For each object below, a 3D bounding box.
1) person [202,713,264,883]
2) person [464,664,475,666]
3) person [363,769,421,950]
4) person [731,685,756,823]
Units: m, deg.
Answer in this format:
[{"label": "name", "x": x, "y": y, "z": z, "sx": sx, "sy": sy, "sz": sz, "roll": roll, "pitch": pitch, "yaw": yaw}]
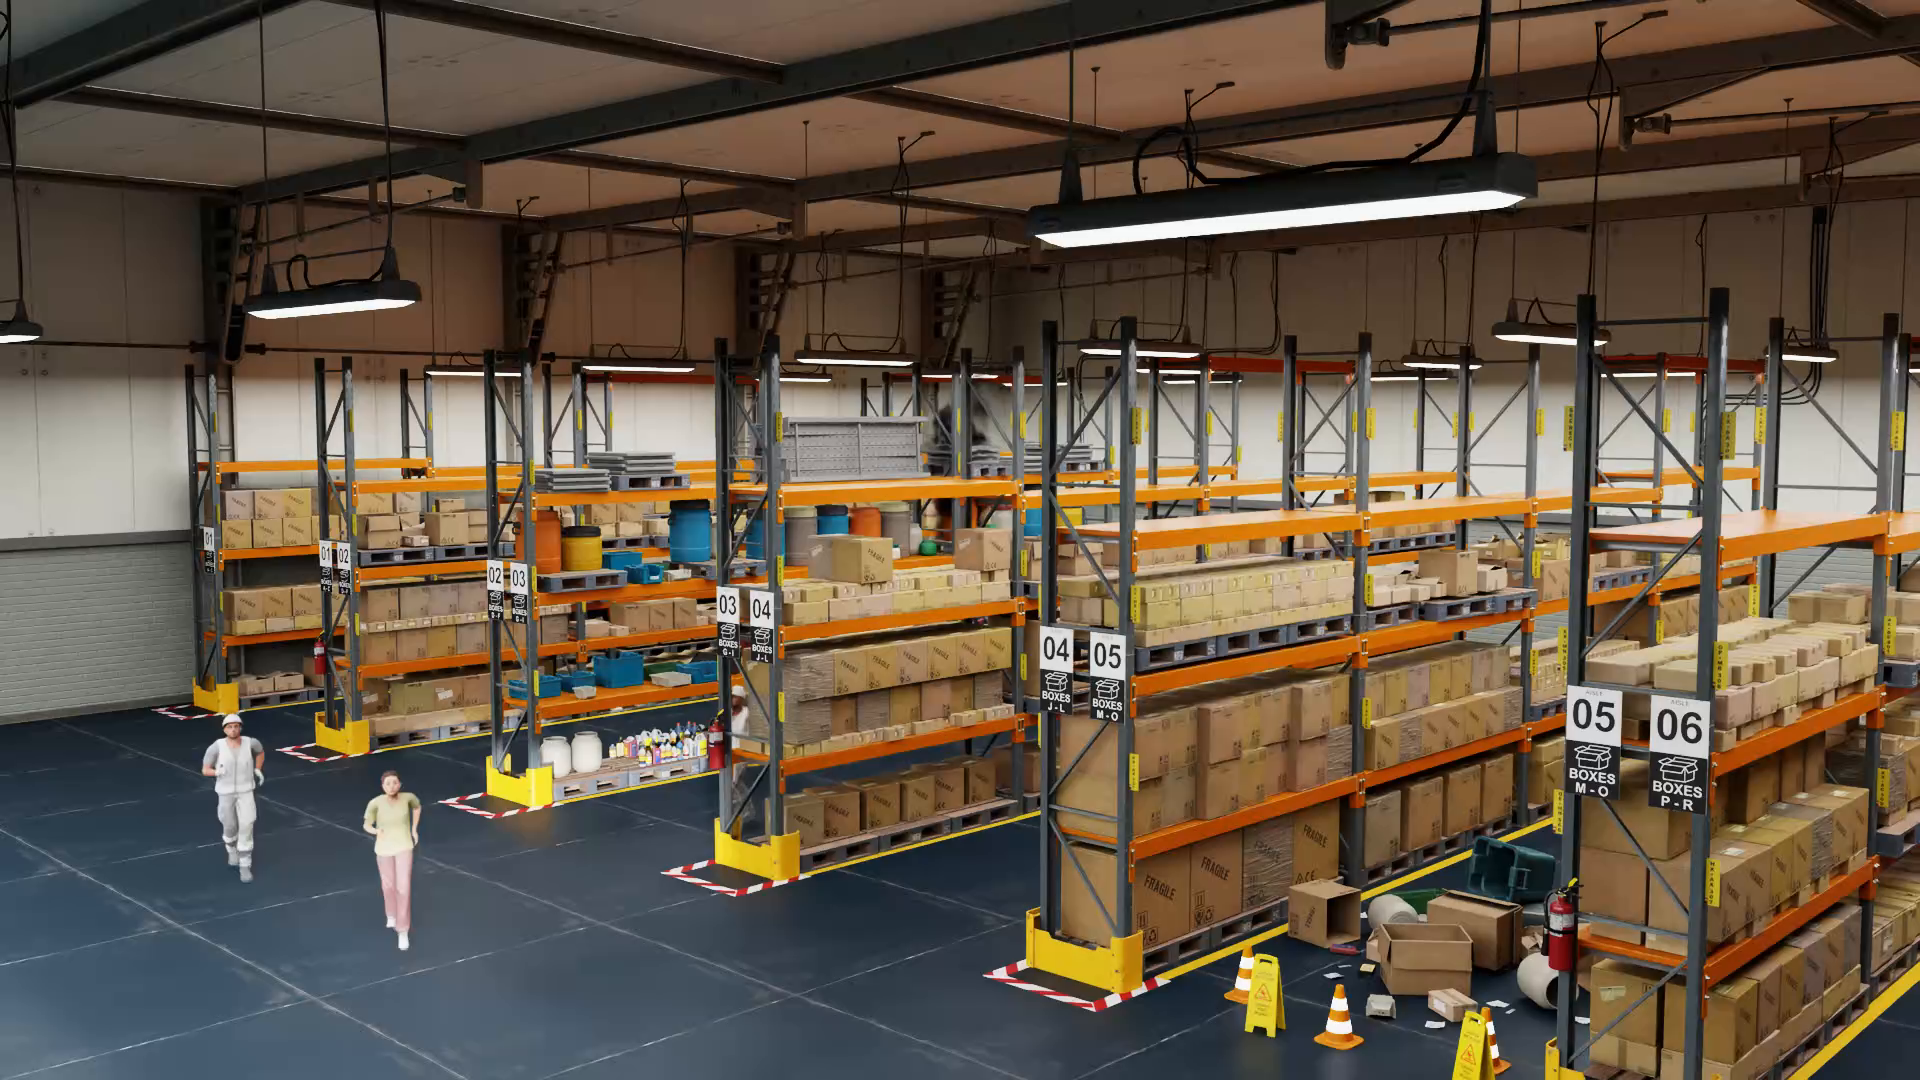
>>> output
[{"label": "person", "x": -8.067, "y": 2.828, "z": 18.501, "sx": 0.648, "sy": 1.809, "sz": 0.920, "roll": -2, "pitch": 5, "yaw": -25}, {"label": "person", "x": -8.581, "y": 2.047, "z": 29.254, "sx": 0.724, "sy": 1.757, "sz": 1.052, "roll": 4, "pitch": 6, "yaw": 39}, {"label": "person", "x": -5.563, "y": 3.079, "z": 16.314, "sx": 0.520, "sy": 1.708, "sz": 0.816, "roll": -1, "pitch": 4, "yaw": -13}, {"label": "person", "x": -2.764, "y": 2.708, "z": 20.572, "sx": 0.669, "sy": 1.825, "sz": 0.710, "roll": 3, "pitch": 6, "yaw": 38}]
